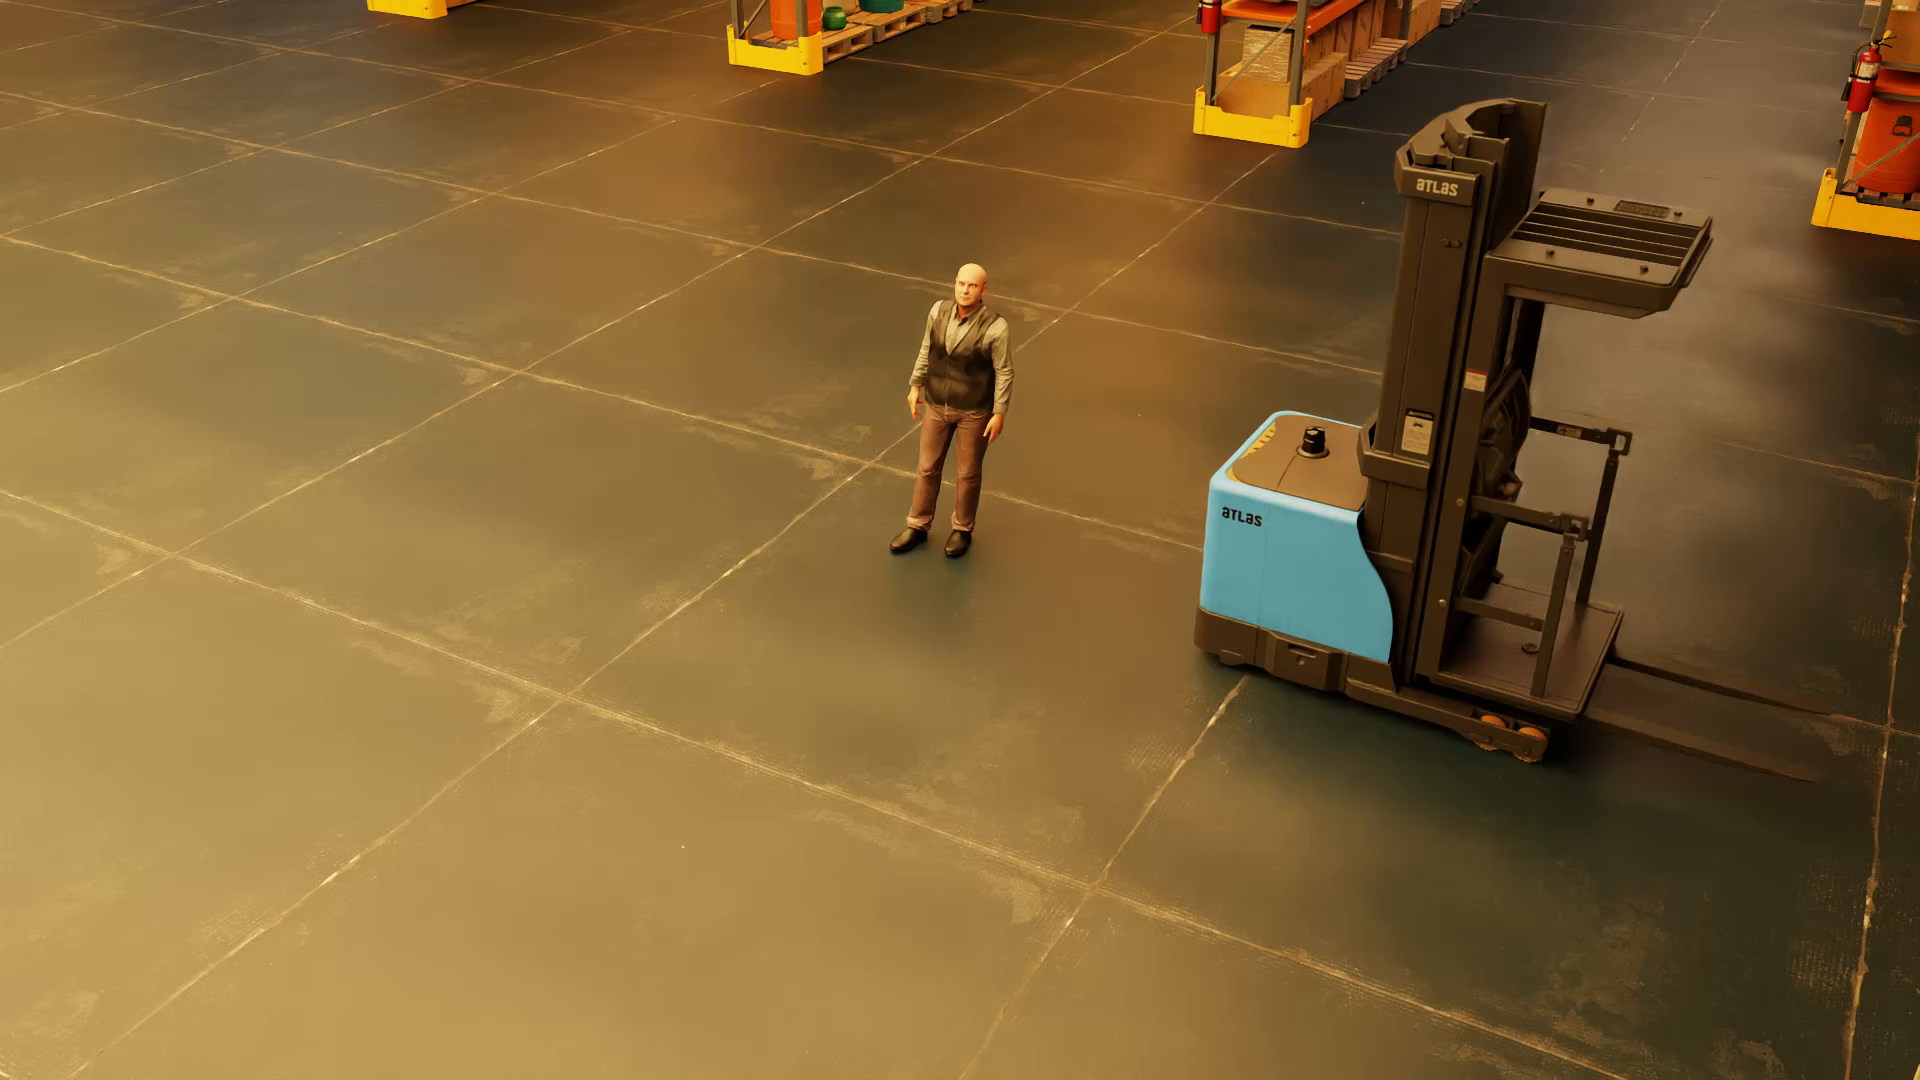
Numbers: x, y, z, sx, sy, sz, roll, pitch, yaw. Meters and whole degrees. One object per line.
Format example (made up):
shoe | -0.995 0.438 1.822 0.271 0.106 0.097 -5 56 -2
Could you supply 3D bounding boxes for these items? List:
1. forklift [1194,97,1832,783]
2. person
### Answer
forklift | 2.787 -0.490 7.920 3.031 2.935 1.130 16 34 26
person | -0.037 -0.726 9.524 0.633 1.722 0.566 15 33 25
